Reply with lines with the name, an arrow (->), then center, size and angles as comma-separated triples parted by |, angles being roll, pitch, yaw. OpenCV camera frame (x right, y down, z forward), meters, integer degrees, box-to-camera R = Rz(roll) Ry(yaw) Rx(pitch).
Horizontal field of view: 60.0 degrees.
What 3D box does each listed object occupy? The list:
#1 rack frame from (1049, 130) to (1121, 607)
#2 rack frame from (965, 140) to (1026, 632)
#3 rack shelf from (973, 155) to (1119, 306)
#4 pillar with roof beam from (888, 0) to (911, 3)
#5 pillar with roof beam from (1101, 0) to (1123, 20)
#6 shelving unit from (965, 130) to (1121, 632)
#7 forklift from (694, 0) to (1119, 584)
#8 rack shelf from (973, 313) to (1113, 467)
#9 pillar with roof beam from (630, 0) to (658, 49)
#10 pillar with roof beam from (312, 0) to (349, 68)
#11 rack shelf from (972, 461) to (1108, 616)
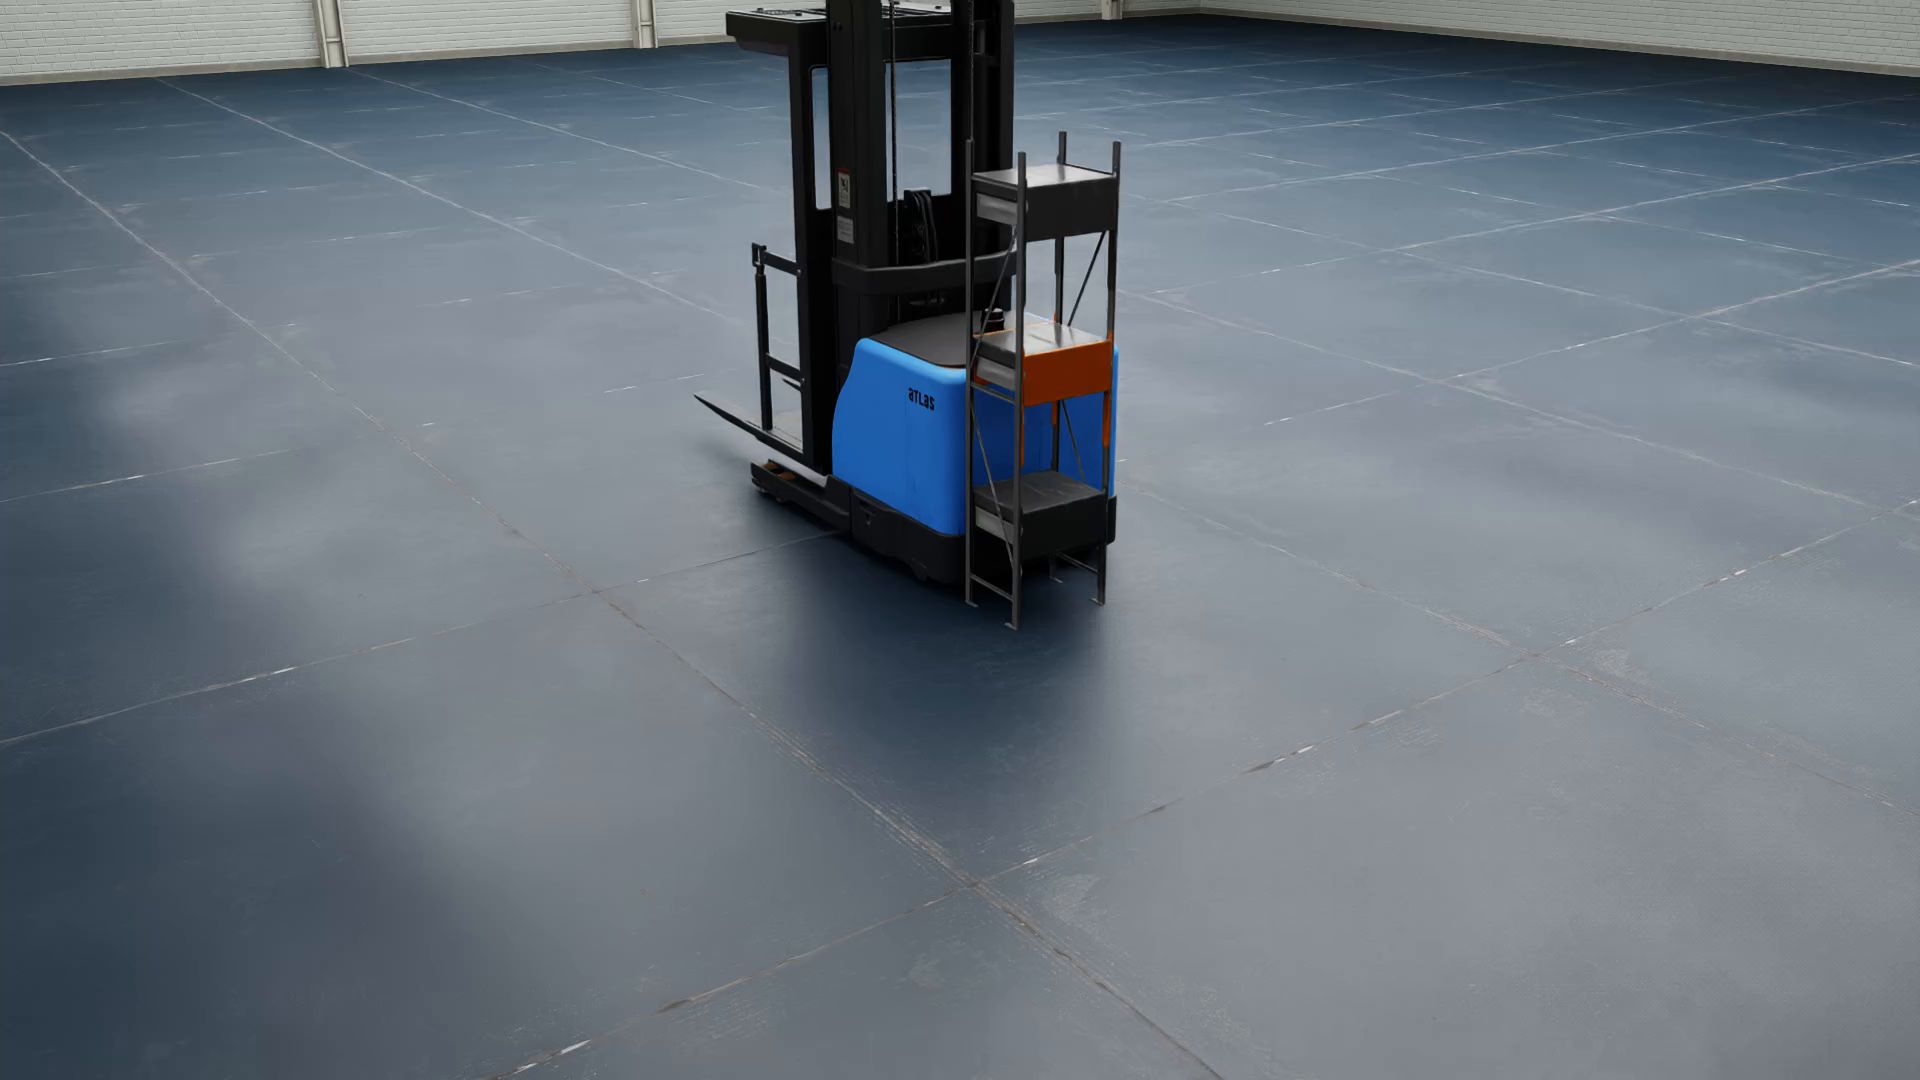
rack frame -> 0.547, -0.730, 7.408 | 0.015, 2.100, 0.400 | -14, 26, -32
rack frame -> 0.144, -0.627, 7.152 | 0.015, 2.100, 0.400 | -14, 26, -32
rack shelf -> 0.345, -1.316, 7.026 | 0.480, 0.518, 0.431 | -14, 26, -32
pillar with roof beam -> 1.213, -13.849, 30.977 | 0.400, 9.000, 9.100 | -15, 26, -33
pillar with roof beam -> 6.084, -15.148, 34.231 | 0.400, 9.000, 9.100 | -15, 26, -33
shelving unit -> 0.345, -0.679, 7.280 | 0.503, 2.100, 0.431 | -14, 26, -32
forklift -> -0.477, -1.647, 8.585 | 1.130, 2.935, 3.031 | -14, 26, -32
rack shelf -> 0.345, -0.666, 7.285 | 0.480, 0.518, 0.431 | -14, 26, -32
pillar with roof beam -> -3.657, -12.550, 27.722 | 0.400, 9.000, 9.100 | -15, 26, -33
pillar with roof beam -> -8.528, -11.252, 24.468 | 0.400, 9.000, 9.100 | -15, 26, -33
rack shelf -> 0.345, -0.016, 7.544 | 0.480, 0.518, 0.431 | -14, 26, -32
